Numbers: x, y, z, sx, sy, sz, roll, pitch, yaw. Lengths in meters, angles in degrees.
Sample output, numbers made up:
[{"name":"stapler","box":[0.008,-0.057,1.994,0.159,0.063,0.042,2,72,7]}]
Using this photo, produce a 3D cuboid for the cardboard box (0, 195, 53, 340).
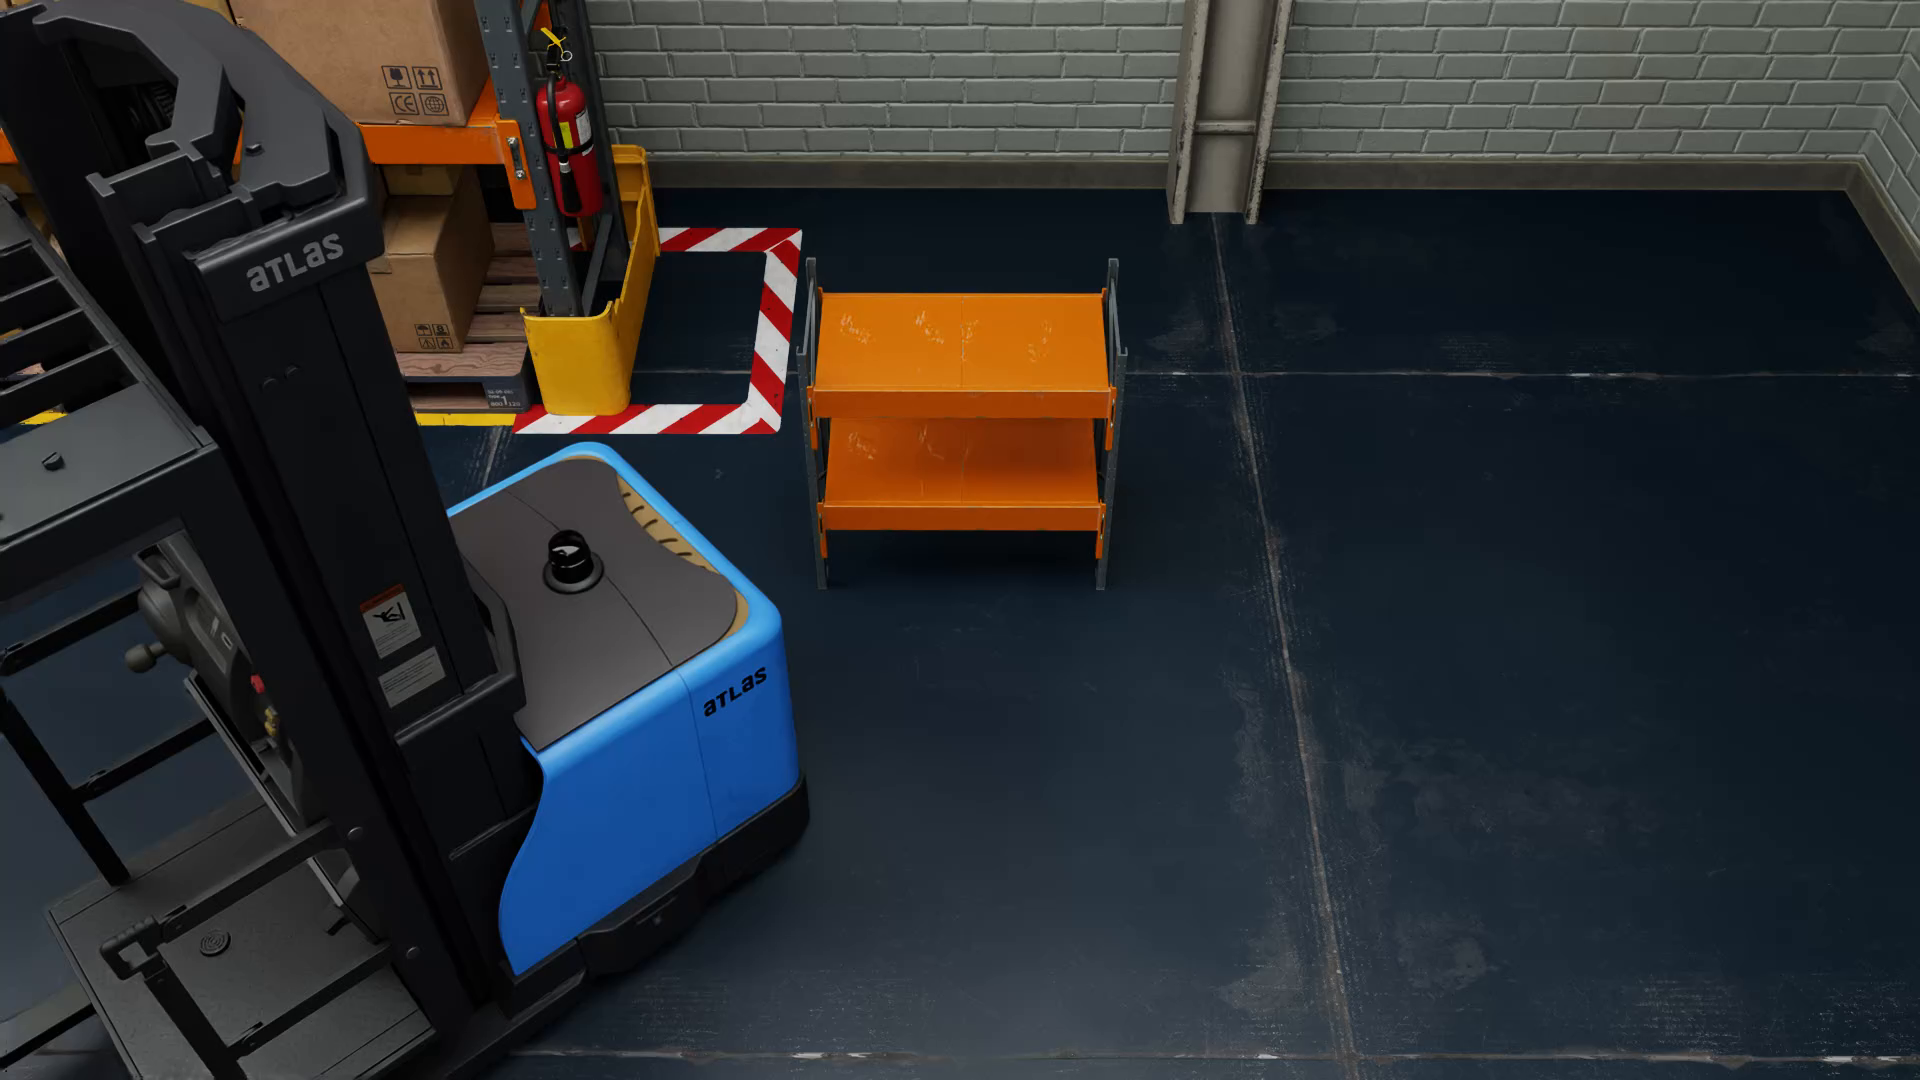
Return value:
[{"name":"cardboard box","box":[-3.778,-1.171,6.712,0.500,0.500,0.700,1,47,1]}]

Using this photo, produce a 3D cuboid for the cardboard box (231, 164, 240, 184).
[{"name":"cardboard box","box":[-2.873,-1.542,6.613,0.250,0.149,0.380,1,47,0]}]

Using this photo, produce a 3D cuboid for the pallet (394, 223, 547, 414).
[{"name":"pallet","box":[-2.341,-0.947,6.988,1.213,0.211,1.003,0,47,0]}]

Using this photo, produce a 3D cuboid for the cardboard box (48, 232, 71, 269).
[{"name":"cardboard box","box":[-3.245,-1.175,6.715,0.500,0.500,0.700,-1,47,-1]}]

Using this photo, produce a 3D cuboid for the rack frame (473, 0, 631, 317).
[{"name":"rack frame","box":[-1.541,-1.953,6.018,0.127,3.000,1.000,0,47,0]}]

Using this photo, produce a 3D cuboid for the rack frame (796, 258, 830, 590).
[{"name":"rack frame","box":[-0.502,-0.385,5.840,0.032,1.125,0.500,0,47,0]}]

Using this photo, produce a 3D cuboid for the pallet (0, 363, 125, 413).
[{"name":"pallet","box":[-3.558,-0.953,6.993,1.213,0.211,1.003,0,47,0]}]

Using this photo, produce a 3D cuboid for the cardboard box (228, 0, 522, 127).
[{"name":"cardboard box","box":[-2.051,-2.049,5.903,0.700,0.700,0.980,2,47,2]}]

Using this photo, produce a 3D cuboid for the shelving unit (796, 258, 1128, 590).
[{"name":"shelving unit","box":[0.007,-0.383,5.838,1.048,1.125,0.538,0,47,0]}]

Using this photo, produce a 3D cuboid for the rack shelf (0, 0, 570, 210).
[{"name":"rack shelf","box":[-3.541,-1.713,6.287,4.000,0.370,1.077,0,47,0]}]

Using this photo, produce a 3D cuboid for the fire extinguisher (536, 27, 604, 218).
[{"name":"fire extinguisher","box":[-1.392,-1.461,5.868,0.183,0.674,0.296,0,47,0]}]

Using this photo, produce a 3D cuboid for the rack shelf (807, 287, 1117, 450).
[{"name":"rack shelf","box":[0.007,-0.583,5.624,1.000,0.278,0.538,0,47,0]}]

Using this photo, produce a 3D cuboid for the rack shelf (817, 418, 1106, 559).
[{"name":"rack shelf","box":[0.007,-0.217,6.017,1.000,0.278,0.538,0,47,0]}]

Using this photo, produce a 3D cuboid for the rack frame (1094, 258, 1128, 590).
[{"name":"rack frame","box":[0.515,-0.382,5.837,0.032,1.125,0.500,0,47,0]}]

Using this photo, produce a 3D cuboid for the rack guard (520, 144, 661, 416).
[{"name":"rack guard","box":[-1.517,-1.101,6.933,0.348,0.500,1.175,0,47,0]}]

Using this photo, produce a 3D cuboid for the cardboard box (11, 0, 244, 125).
[{"name":"cardboard box","box":[-2.779,-2.043,5.897,0.700,0.700,0.980,0,47,0]}]

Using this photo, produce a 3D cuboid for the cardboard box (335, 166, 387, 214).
[{"name":"cardboard box","box":[-2.371,-1.261,6.352,0.250,0.149,0.380,0,47,0]}]

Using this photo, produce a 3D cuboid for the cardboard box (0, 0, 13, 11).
[{"name":"cardboard box","box":[-3.541,-2.052,5.905,0.700,0.700,0.980,-2,47,-2]}]

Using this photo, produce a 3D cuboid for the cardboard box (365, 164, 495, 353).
[{"name":"cardboard box","box":[-2.242,-1.173,6.713,0.500,0.500,0.700,0,47,0]}]

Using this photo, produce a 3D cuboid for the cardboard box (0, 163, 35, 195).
[{"name":"cardboard box","box":[-3.637,-1.543,6.615,0.250,0.149,0.380,-1,47,-1]}]

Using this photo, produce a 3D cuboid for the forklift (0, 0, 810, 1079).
[{"name":"forklift","box":[-1.927,0.377,3.896,3.031,2.935,1.130,-32,55,-26]}]

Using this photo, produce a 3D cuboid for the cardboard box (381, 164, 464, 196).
[{"name":"cardboard box","box":[-2.116,-1.540,6.612,0.250,0.149,0.380,0,47,0]}]

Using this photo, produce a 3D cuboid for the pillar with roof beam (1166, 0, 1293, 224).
[{"name":"pillar with roof beam","box":[1.146,-1.471,1.472,0.400,9.000,9.100,0,47,0]}]
